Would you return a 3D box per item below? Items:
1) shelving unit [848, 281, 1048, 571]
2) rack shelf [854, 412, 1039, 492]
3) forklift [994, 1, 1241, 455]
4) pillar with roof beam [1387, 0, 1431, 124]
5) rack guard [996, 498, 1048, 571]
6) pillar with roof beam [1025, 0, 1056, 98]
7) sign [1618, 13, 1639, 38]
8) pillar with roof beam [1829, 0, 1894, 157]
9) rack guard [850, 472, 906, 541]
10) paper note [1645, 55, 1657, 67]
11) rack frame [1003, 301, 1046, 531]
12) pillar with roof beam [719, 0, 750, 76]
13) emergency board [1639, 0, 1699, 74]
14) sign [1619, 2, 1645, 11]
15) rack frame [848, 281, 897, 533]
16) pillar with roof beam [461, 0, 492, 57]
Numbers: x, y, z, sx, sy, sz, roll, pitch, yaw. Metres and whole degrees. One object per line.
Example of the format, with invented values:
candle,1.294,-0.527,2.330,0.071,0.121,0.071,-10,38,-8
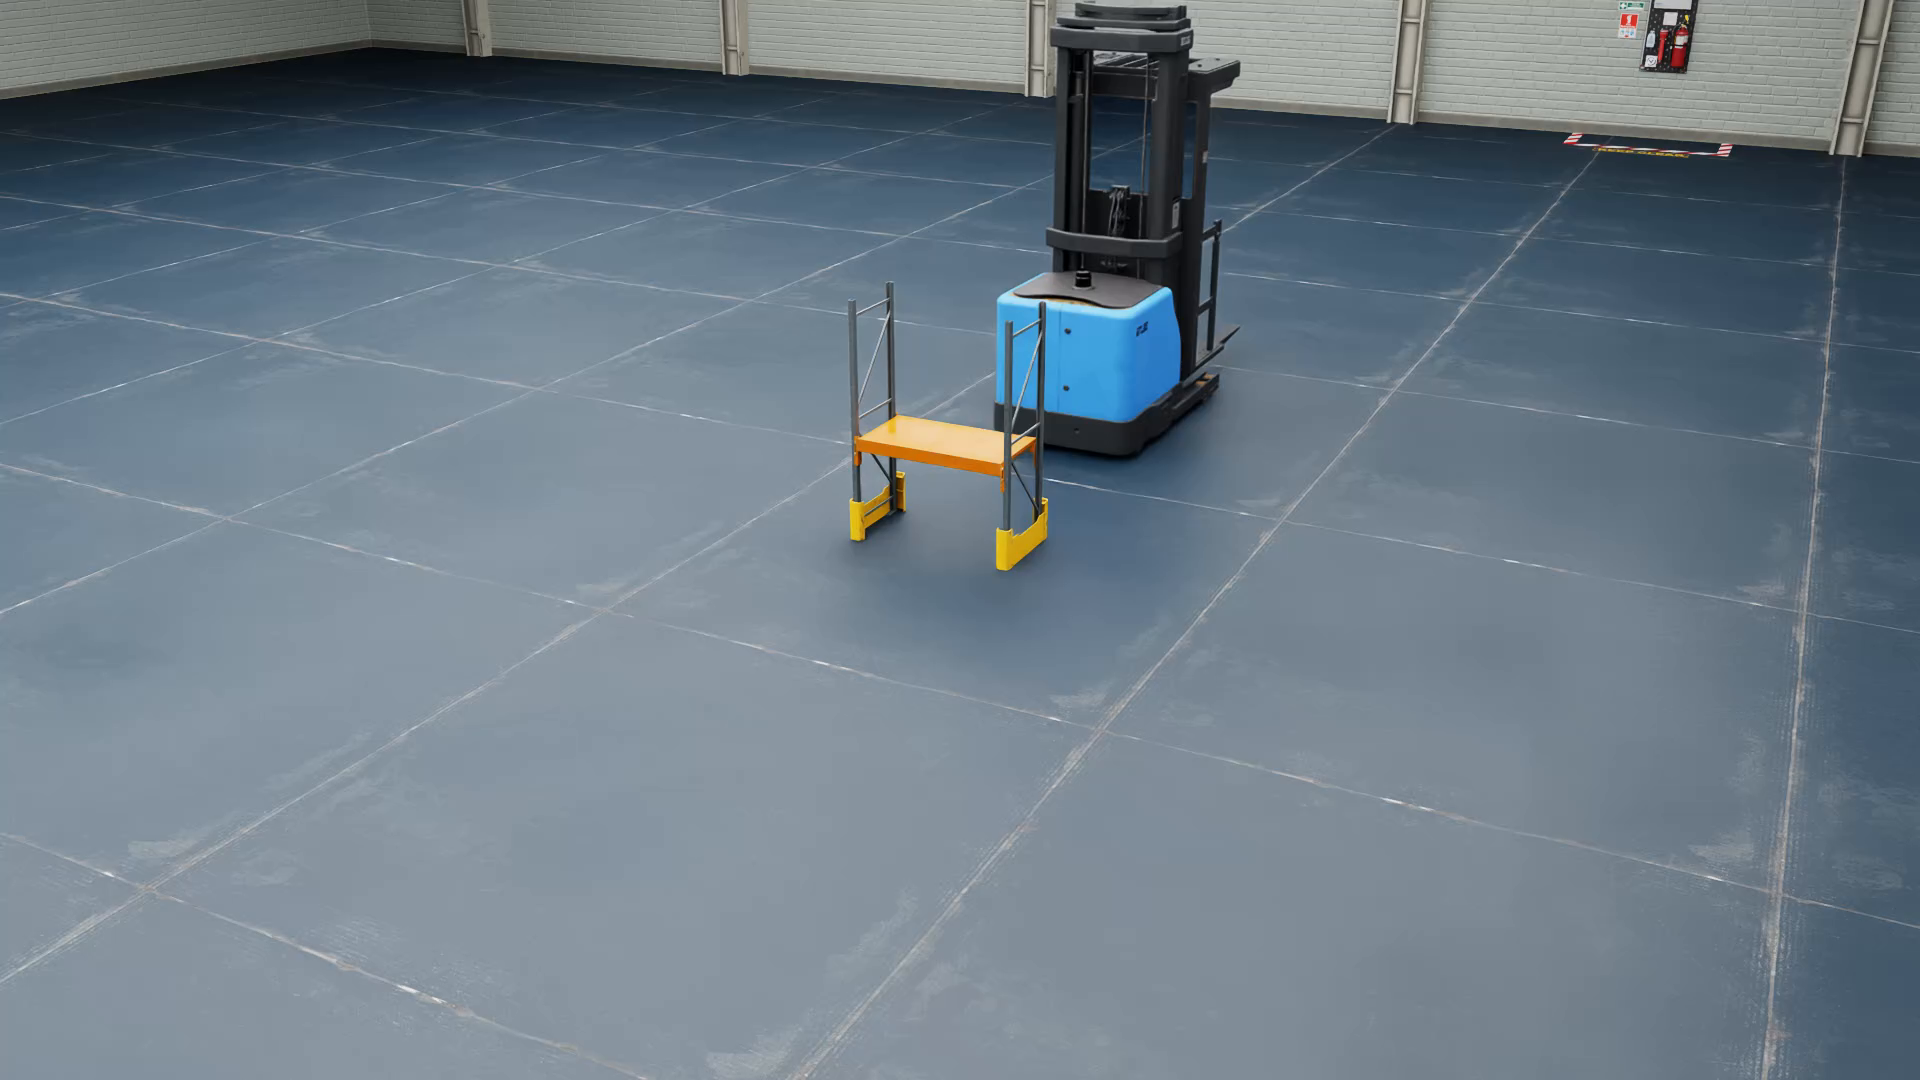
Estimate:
shelving unit,-0.068,-0.704,9.988,1.083,1.500,0.587,11,25,25
rack shelf,-0.076,-0.540,10.062,1.000,0.185,0.538,11,25,25
forklift,1.357,-2.471,12.315,1.130,2.935,3.031,11,25,25
pillar with roof beam,4.728,-8.943,19.779,0.400,9.000,9.100,11,25,25
rack guard,0.376,-0.041,10.026,0.087,0.250,0.587,11,25,25
pillar with roof beam,-0.627,-10.002,22.271,0.400,9.000,9.100,11,25,25
sign,9.389,-7.226,23.362,0.234,0.329,0.001,11,25,25
pillar with roof beam,10.082,-7.883,17.288,0.400,9.000,9.100,11,25,25
rack guard,-0.512,-0.216,10.440,0.087,0.250,0.587,11,25,25
paper note,9.709,-6.726,23.358,0.142,0.148,0.016,11,25,25
rack frame,0.378,-0.615,9.781,0.032,1.500,0.500,11,25,25
pillar with roof beam,-5.982,-11.062,24.762,0.400,9.000,9.100,11,25,25
emergency board,9.836,-7.076,23.055,0.643,1.169,0.194,11,25,25
sign,9.389,-7.466,23.250,0.331,0.109,0.001,11,25,25
rack frame,-0.530,-0.795,10.203,0.032,1.500,0.500,11,25,25
pillar with roof beam,-11.336,-12.121,27.253,0.400,9.000,9.100,11,25,25
